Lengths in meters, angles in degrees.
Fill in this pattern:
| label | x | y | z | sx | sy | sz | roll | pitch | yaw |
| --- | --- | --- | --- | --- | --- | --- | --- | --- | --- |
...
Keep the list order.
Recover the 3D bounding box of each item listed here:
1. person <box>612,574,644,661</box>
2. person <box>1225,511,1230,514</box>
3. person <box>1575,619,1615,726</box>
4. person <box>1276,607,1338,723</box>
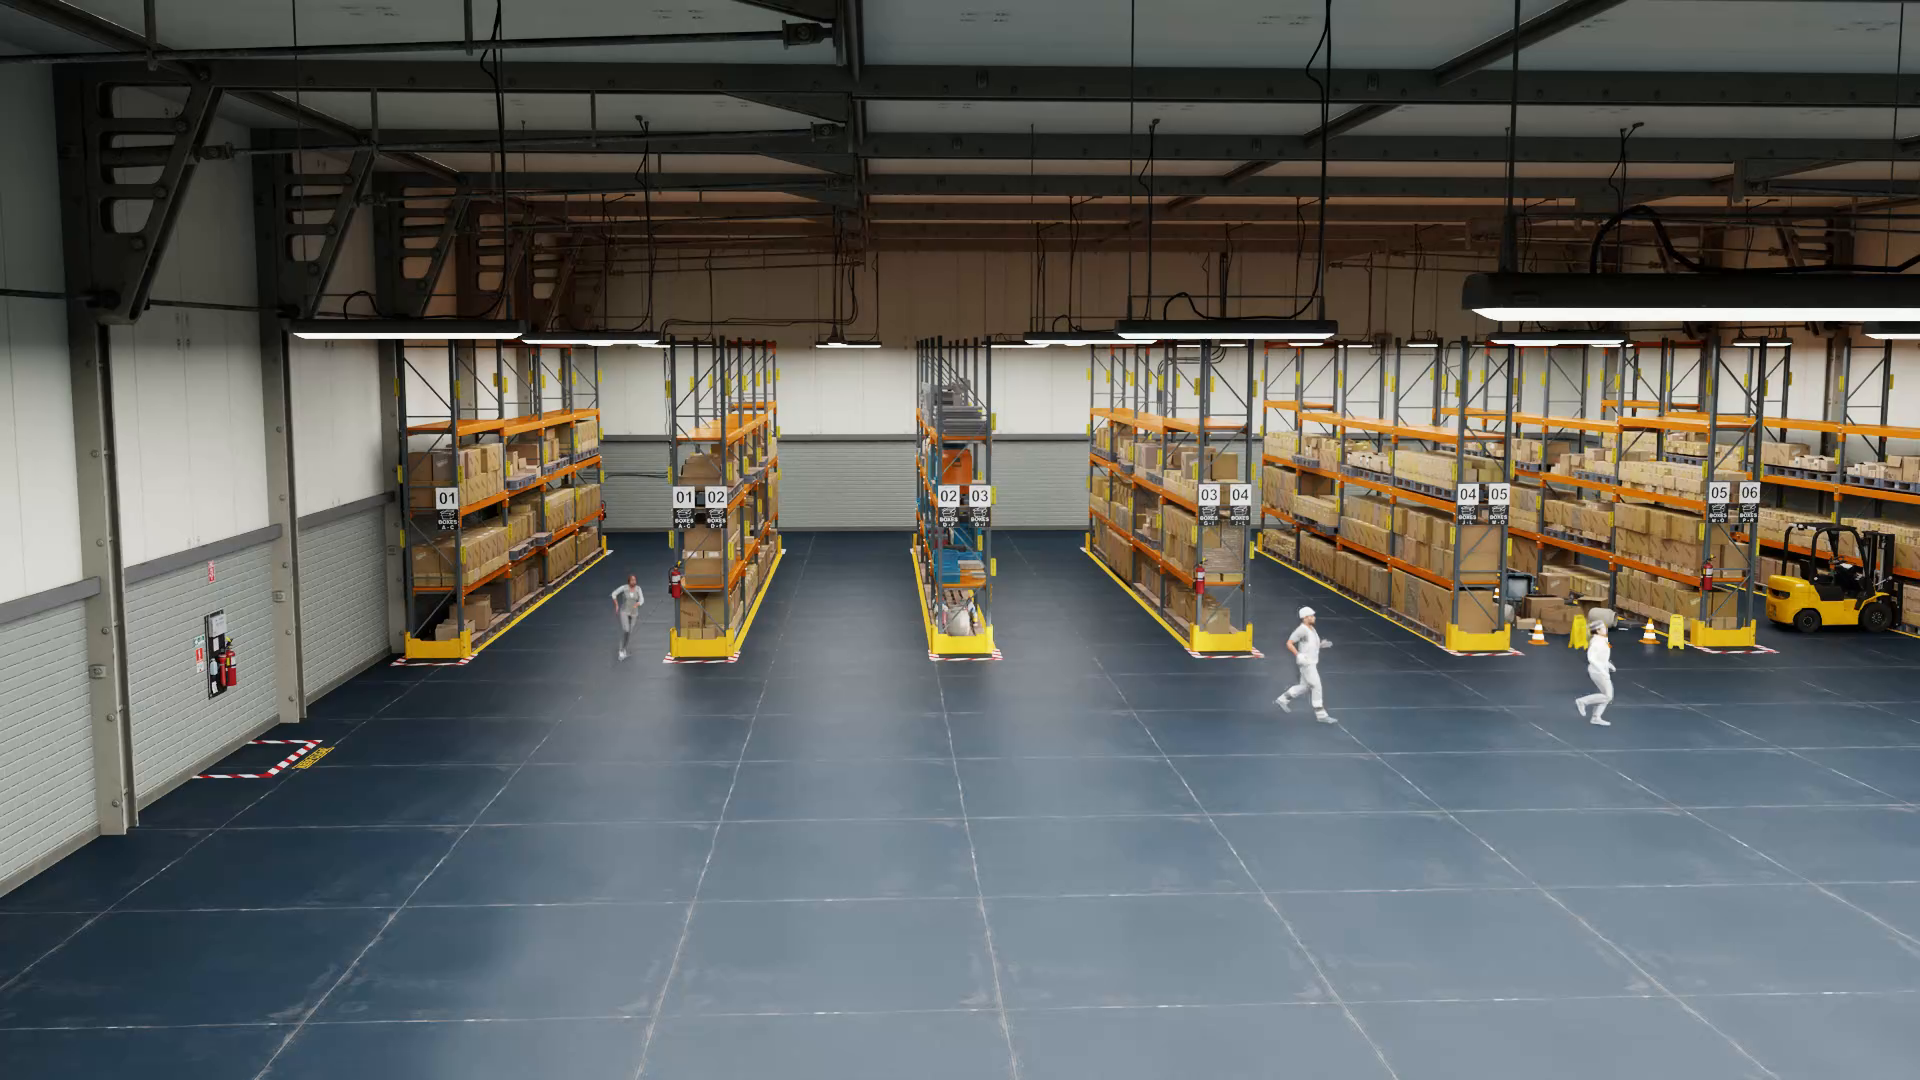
| label | x | y | z | sx | sy | sz | roll | pitch | yaw |
| --- | --- | --- | --- | --- | --- | --- | --- | --- | --- |
| person | -6.201 | 1.421 | 31.118 | 0.546 | 1.607 | 0.695 | -3 | 7 | -28 |
| person | 7.347 | -0.479 | 47.679 | 0.722 | 1.586 | 0.624 | 0 | 6 | 0 |
| person | 9.752 | 2.019 | 25.499 | 0.555 | 1.657 | 0.615 | 2 | 7 | 20 |
| person | 5.349 | 1.909 | 25.629 | 1.000 | 1.766 | 0.663 | 3 | 7 | 25 |
